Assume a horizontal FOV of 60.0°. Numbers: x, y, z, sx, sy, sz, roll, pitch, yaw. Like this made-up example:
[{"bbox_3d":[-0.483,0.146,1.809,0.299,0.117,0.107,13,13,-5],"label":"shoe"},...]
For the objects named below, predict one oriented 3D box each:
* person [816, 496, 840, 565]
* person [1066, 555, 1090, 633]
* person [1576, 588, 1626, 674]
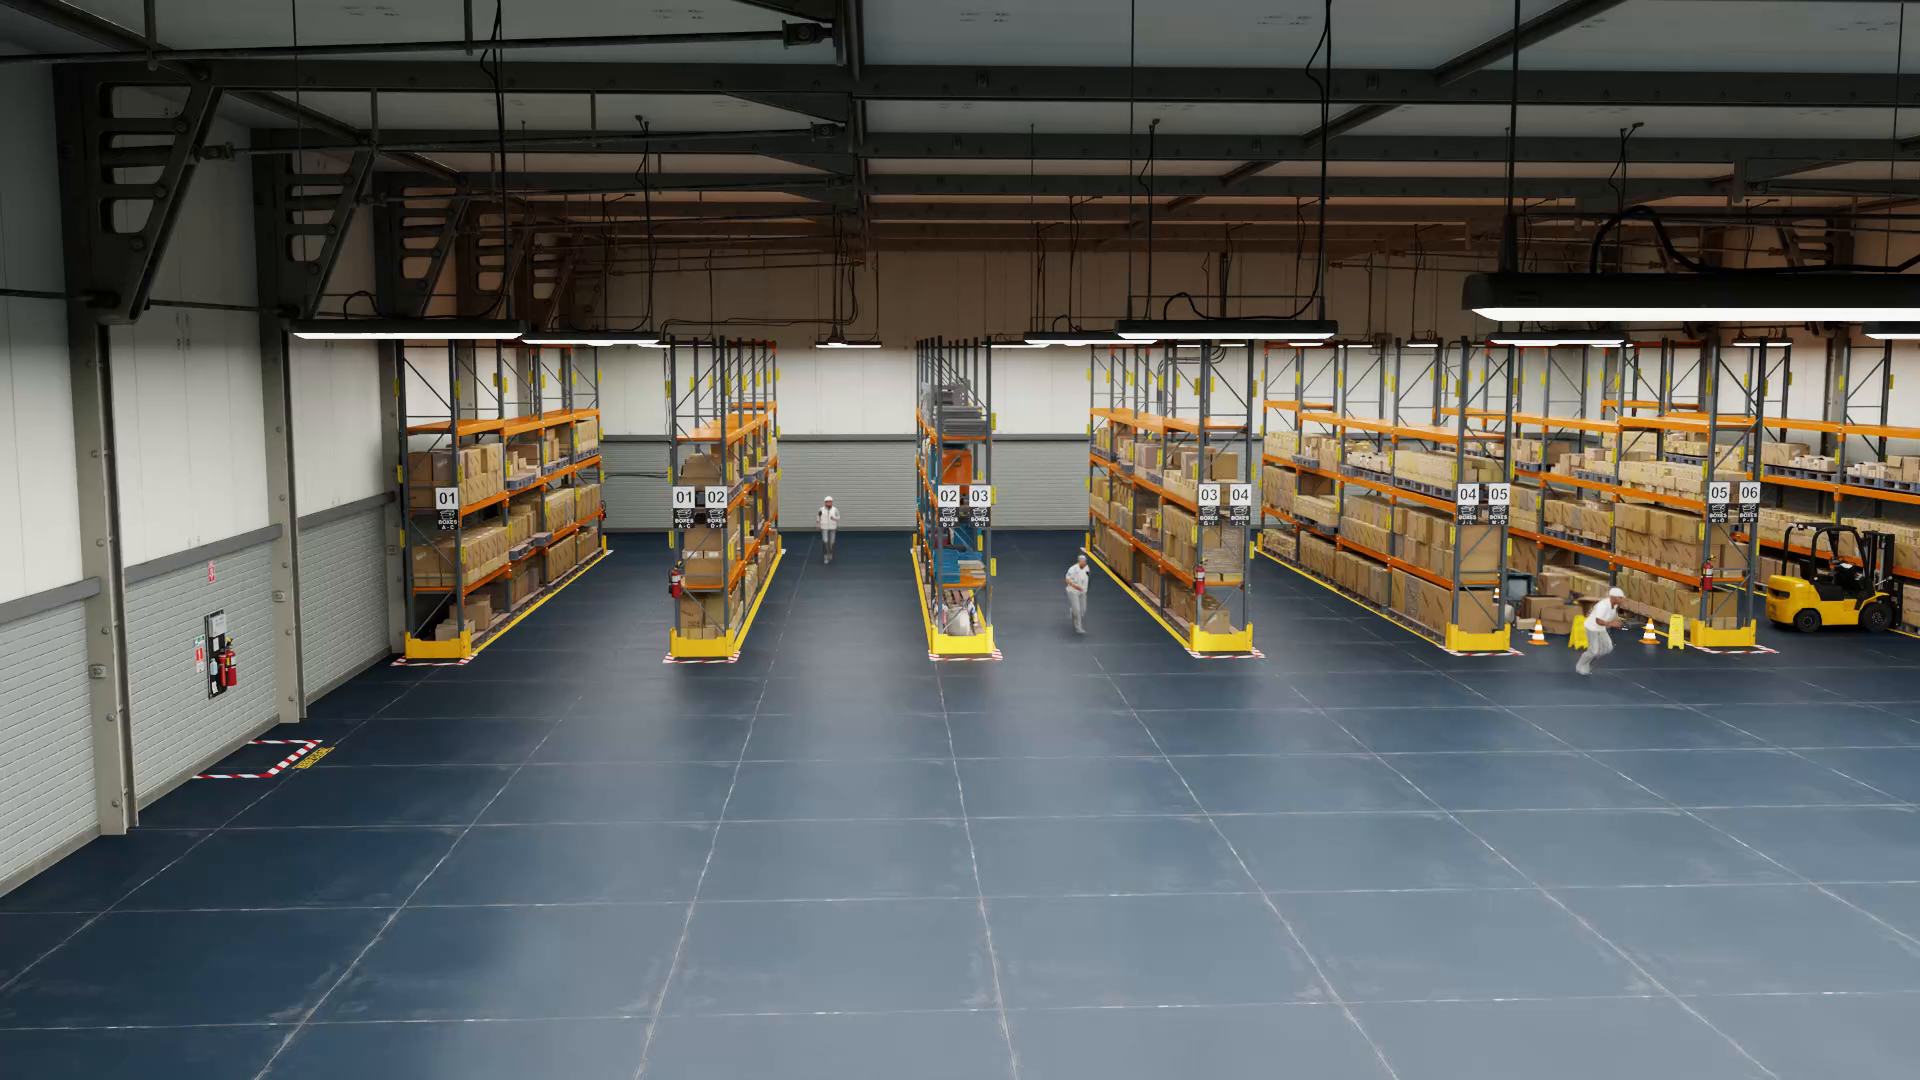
[{"bbox_3d":[-3.565,-0.280,45.066,0.635,1.825,0.794,-1,7,-11],"label":"person"},{"bbox_3d":[2.396,1.082,34.038,0.572,1.611,0.755,-2,7,-20],"label":"person"},{"bbox_3d":[11.340,1.601,29.354,0.737,1.585,0.863,-6,9,-44],"label":"person"}]
